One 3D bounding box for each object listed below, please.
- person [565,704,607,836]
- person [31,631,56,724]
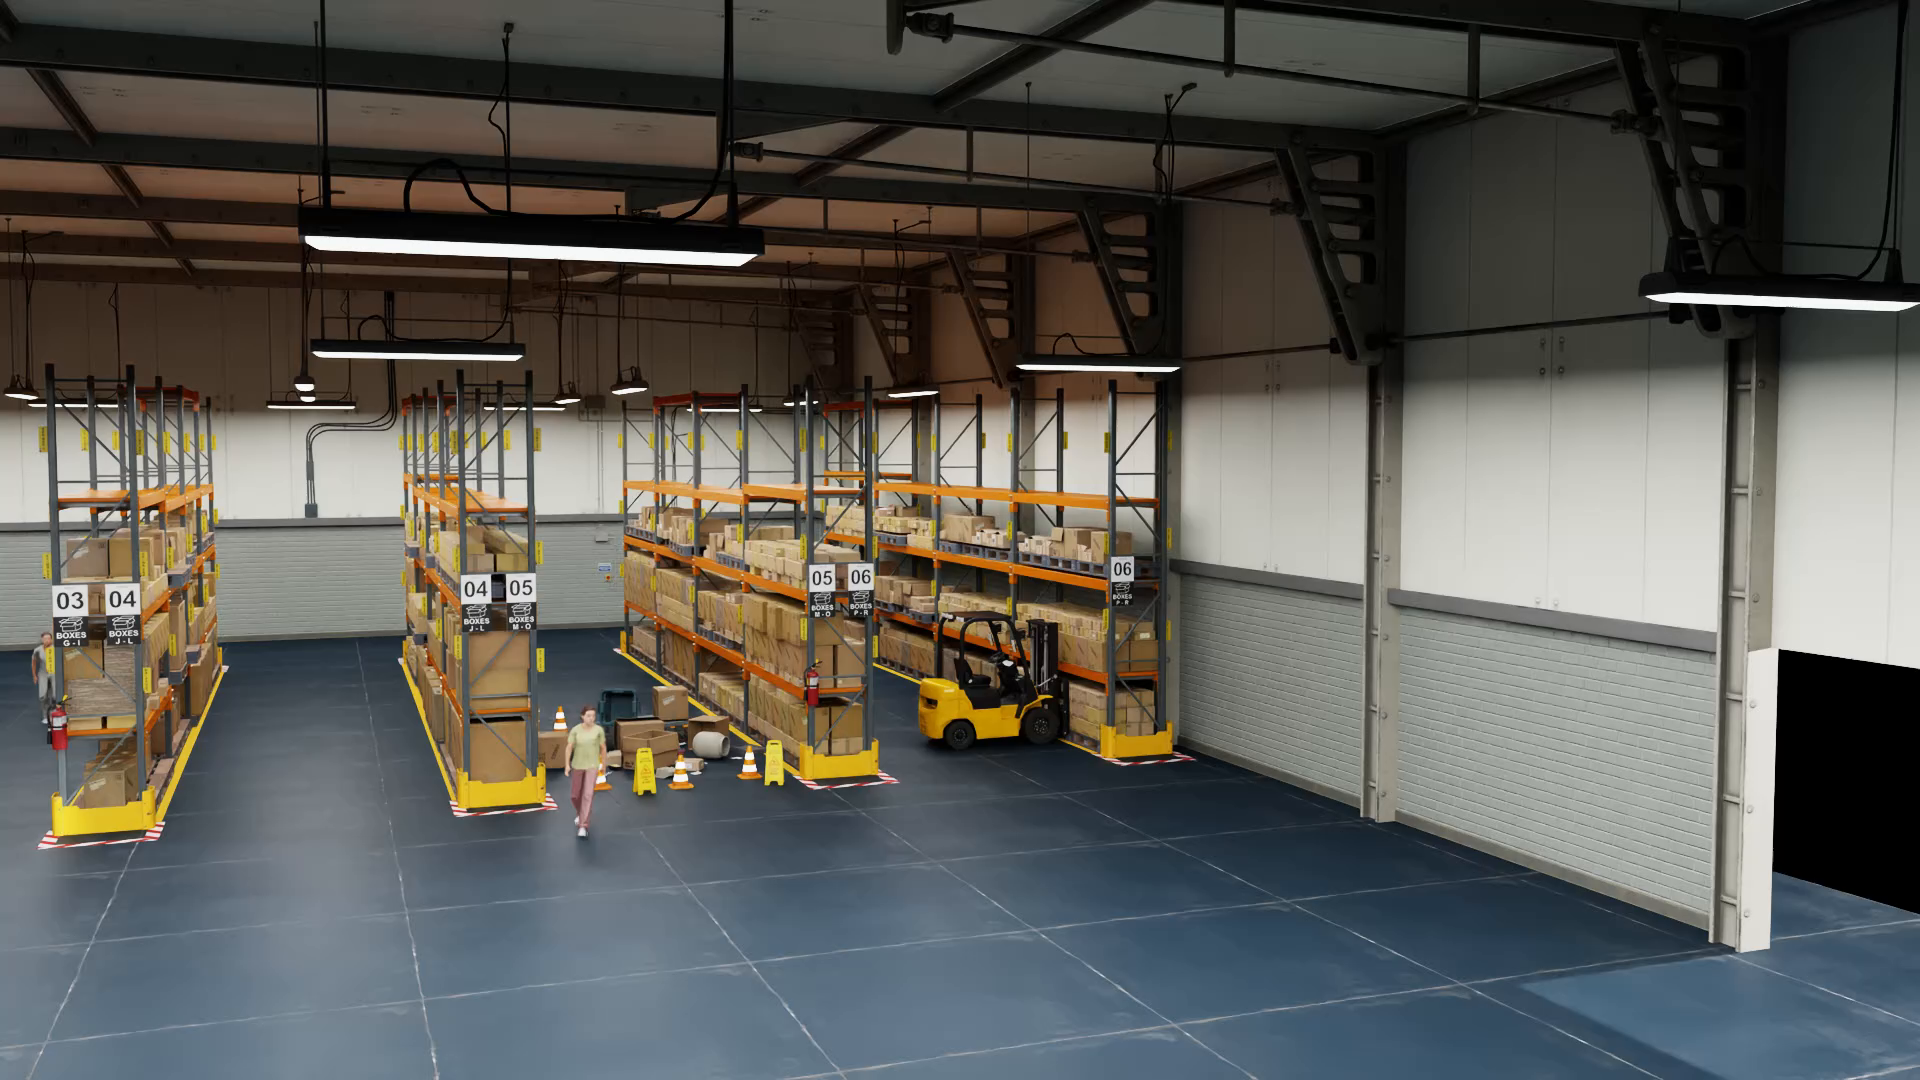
[{"bbox_3d":[-4.815,2.937,21.405,0.522,1.625,0.932,-1,3,-12],"label":"person"},{"bbox_3d":[-16.371,2.445,29.880,0.533,1.647,0.580,-2,4,-25],"label":"person"}]
